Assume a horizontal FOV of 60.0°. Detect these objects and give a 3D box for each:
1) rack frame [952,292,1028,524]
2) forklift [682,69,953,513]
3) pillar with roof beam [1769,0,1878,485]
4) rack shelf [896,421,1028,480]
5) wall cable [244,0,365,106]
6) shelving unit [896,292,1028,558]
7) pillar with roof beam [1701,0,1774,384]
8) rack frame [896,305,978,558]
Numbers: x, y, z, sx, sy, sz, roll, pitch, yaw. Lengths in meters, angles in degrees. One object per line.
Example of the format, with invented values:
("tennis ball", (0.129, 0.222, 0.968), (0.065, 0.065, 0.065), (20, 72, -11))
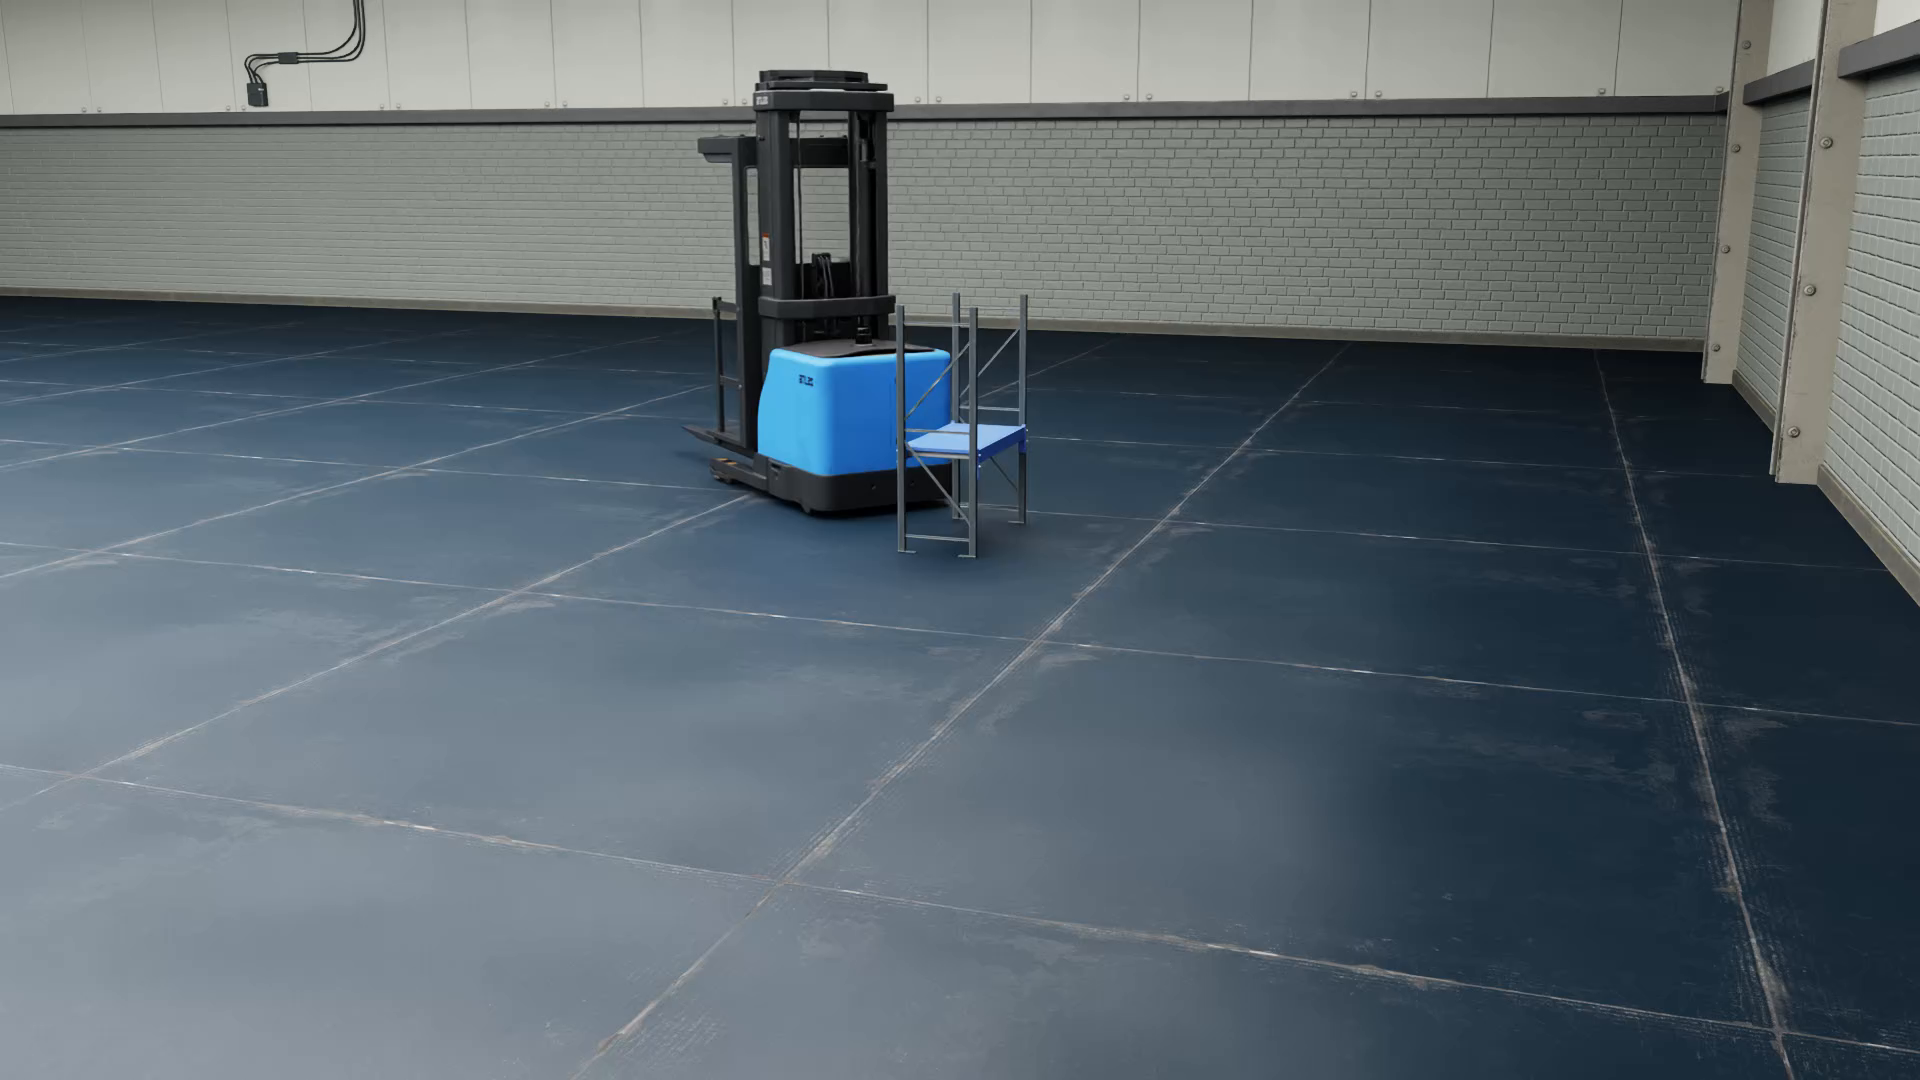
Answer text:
("rack frame", (0.192, -0.856, 10.869), (0.500, 1.500, 0.032), (4, 14, 18))
("forklift", (-1.219, -1.888, 12.174), (1.130, 2.935, 3.031), (-7, 15, -29))
("pillar with roof beam", (2.206, -5.157, 12.858), (9.100, 9.000, 0.400), (4, 14, 18))
("rack shelf", (0.028, -0.574, 10.440), (0.538, 0.185, 1.000), (4, 14, 18))
("wall cable", (-10.402, -9.874, 25.884), (2.305, 6.003, 0.169), (4, 14, 18))
("shelving unit", (0.028, -0.749, 10.400), (0.538, 1.500, 1.048), (4, 14, 18))
("pillar with roof beam", (4.148, -6.420, 18.393), (9.100, 9.000, 0.400), (4, 14, 18))
("rack frame", (-0.137, -0.642, 9.931), (0.500, 1.500, 0.032), (4, 14, 18))
